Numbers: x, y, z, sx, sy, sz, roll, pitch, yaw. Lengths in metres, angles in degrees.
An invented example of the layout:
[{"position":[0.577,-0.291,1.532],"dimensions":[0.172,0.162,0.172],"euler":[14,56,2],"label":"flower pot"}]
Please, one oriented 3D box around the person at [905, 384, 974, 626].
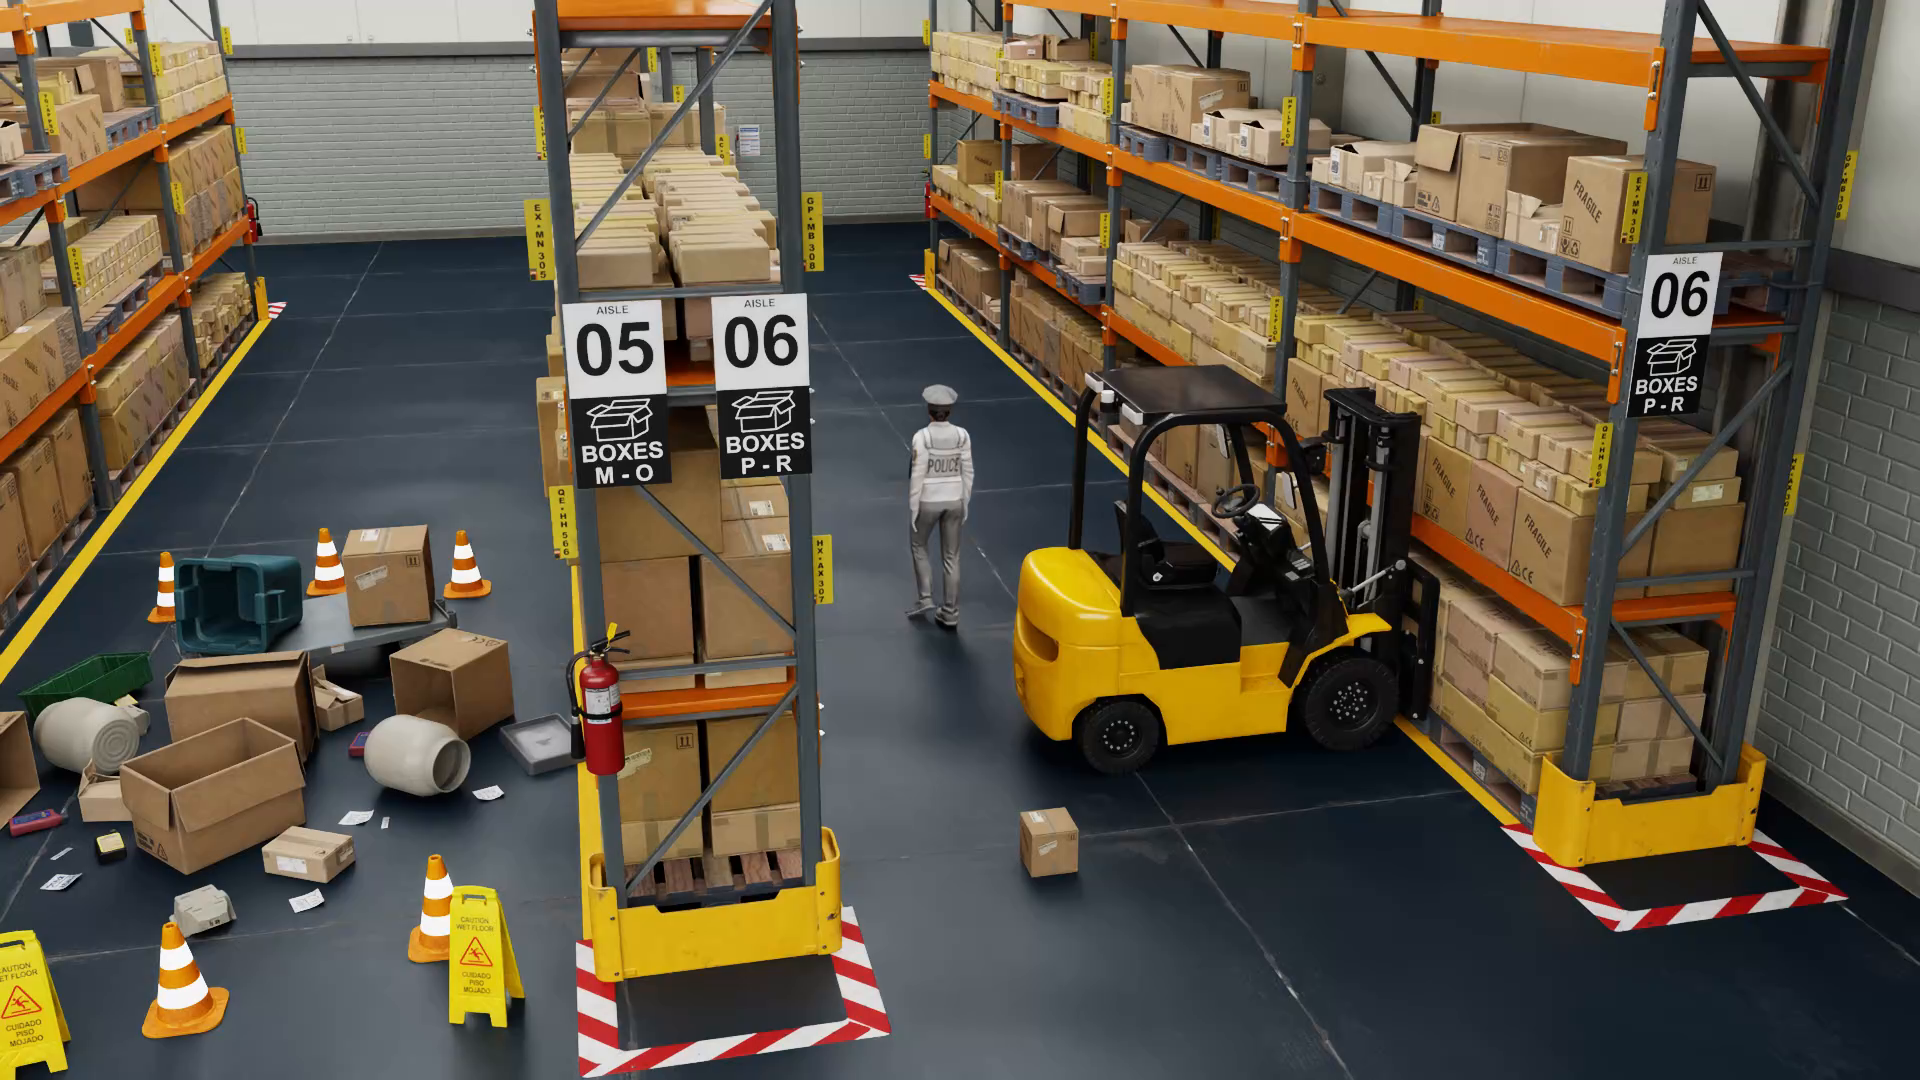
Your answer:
[{"position":[-0.124,-0.206,11.659],"dimensions":[0.512,1.718,0.498],"euler":[-6,21,-17],"label":"person"}]
